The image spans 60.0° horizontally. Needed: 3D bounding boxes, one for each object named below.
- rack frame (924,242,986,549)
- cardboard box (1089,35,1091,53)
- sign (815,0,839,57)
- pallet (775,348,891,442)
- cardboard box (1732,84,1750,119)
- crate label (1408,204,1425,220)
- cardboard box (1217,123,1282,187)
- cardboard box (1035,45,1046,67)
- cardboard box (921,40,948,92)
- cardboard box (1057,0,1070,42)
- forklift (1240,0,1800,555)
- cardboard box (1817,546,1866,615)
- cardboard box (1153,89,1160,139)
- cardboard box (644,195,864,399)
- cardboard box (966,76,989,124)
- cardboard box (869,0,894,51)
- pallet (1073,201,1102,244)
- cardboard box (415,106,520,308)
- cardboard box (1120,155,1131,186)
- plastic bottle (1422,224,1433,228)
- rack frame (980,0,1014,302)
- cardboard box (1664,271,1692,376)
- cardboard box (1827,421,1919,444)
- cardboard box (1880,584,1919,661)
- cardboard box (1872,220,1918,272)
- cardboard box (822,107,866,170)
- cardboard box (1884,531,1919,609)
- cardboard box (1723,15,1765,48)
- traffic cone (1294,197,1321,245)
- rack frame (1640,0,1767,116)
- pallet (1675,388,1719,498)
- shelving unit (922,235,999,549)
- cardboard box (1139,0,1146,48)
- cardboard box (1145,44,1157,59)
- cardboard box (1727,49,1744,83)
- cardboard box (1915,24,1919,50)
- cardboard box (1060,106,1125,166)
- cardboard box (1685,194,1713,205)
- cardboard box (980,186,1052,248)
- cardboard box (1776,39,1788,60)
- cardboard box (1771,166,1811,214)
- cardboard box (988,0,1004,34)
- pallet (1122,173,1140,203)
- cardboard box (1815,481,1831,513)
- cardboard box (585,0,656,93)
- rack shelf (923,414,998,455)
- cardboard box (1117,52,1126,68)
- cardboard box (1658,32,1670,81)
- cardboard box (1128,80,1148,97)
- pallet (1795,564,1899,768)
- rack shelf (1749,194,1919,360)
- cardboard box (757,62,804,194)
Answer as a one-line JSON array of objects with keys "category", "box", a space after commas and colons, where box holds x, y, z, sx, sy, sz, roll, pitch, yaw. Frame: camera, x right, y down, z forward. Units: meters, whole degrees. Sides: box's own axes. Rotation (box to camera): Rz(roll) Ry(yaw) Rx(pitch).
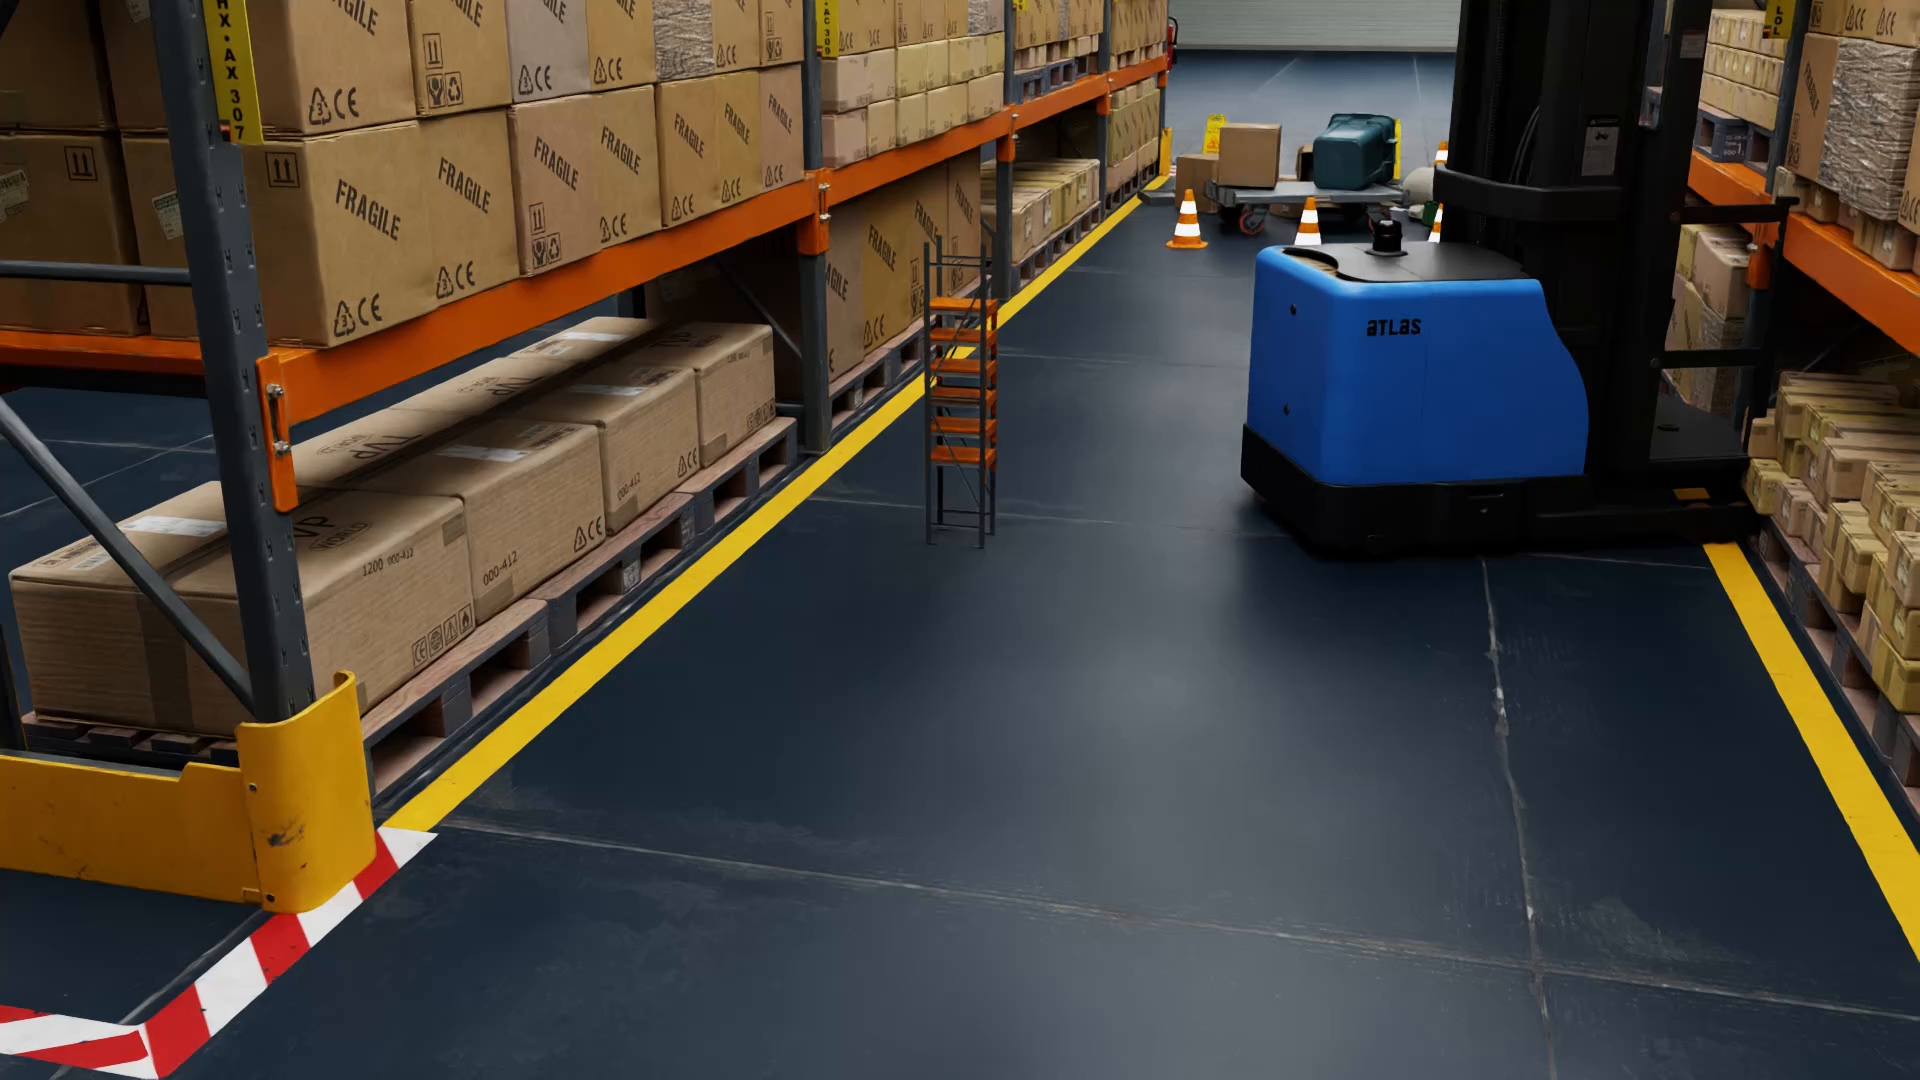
[{"category": "rack frame", "box": [-0.019, -0.544, 6.423, 0.240, 1.200, 0.006, 5, 19, 13]}, {"category": "cardboard box", "box": [0.898, -4.192, 14.058, 0.380, 0.149, 0.250, 4, 19, 12]}, {"category": "sign", "box": [-0.579, -2.273, 7.239, 0.100, 0.325, 0.005, 5, 19, 13]}, {"category": "pallet", "box": [-1.002, -0.797, 8.694, 1.003, 0.211, 1.213, 5, 19, 13]}, {"category": "cardboard box", "box": [3.862, -2.055, 7.803, 0.380, 0.149, 0.250, 4, 19, 11]}, {"category": "crate label", "box": [4.272, -2.998, 15.254, 0.298, 0.136, 0.250, -9, 21, -24]}, {"category": "cardboard box", "box": [2.571, -3.421, 14.757, 0.500, 0.500, 0.500, 5, 19, 13]}, {"category": "cardboard box", "box": [0.420, -3.542, 12.156, 0.380, 0.149, 0.250, 5, 19, 14]}, {"category": "cardboard box", "box": [-0.366, -2.630, 9.207, 0.500, 0.250, 0.500, 4, 19, 12]}, {"category": "cardboard box", "box": [0.568, -4.119, 12.842, 0.500, 0.500, 0.500, 4, 19, 11]}, {"category": "forklift", "box": [2.791, -1.534, 6.645, 3.031, 2.935, 1.130, -3, 19, -9]}, {"category": "cardboard box", "box": [3.029, 0.139, 5.399, 0.380, 0.149, 0.250, 4, 19, 12]}, {"category": "cardboard box", "box": [1.872, -4.611, 17.990, 0.500, 0.500, 0.500, 5, 19, 14]}, {"category": "cardboard box", "box": [-1.044, -1.263, 8.381, 0.875, 0.875, 0.875, 5, 20, 15]}, {"category": "cardboard box", "box": [-0.122, -2.711, 10.216, 0.500, 0.250, 0.500, 5, 19, 14]}, {"category": "cardboard box", "box": [-0.634, -2.666, 8.151, 0.500, 0.500, 0.500, 5, 19, 13]}, {"category": "pallet", "box": [0.648, -2.813, 14.595, 1.003, 0.211, 1.213, 5, 19, 13]}, {"category": "cardboard box", "box": [-1.602, -0.951, 4.676, 0.500, 0.500, 0.500, 4, 19, 13]}, {"category": "cardboard box", "box": [1.363, -3.606, 16.207, 0.500, 0.250, 0.500, 6, 20, 16]}, {"category": "plastic bottle", "box": [4.266, -2.832, 14.885, 0.133, 0.061, 0.283, -5, 20, -15]}, {"category": "rack frame", "box": [-0.140, -3.123, 11.189, 1.000, 3.000, 0.127, 5, 19, 13]}, {"category": "cardboard box", "box": [3.899, -1.098, 8.480, 0.500, 0.500, 0.500, 4, 19, 12]}, {"category": "cardboard box", "box": [3.242, -0.301, 5.768, 0.380, 0.149, 0.250, 4, 19, 12]}, {"category": "cardboard box", "box": [2.821, 0.239, 4.646, 0.380, 0.149, 0.250, 5, 19, 14]}, {"category": "cardboard box", "box": [3.046, -0.911, 5.103, 0.380, 0.149, 0.250, 6, 20, 16]}, {"category": "cardboard box", "box": [-0.754, -1.915, 7.885, 0.500, 0.250, 0.500, 4, 19, 12]}, {"category": "cardboard box", "box": [2.807, 0.097, 4.604, 0.380, 0.149, 0.250, 5, 20, 15]}, {"category": "cardboard box", "box": [4.000, -2.505, 8.200, 0.380, 0.149, 0.250, 4, 19, 13]}, {"category": "traffic cone", "box": [2.791, -2.507, 13.310, 0.336, 0.463, 0.334, 5, 19, 13]}, {"category": "rack frame", "box": [4.685, -2.763, 10.137, 1.000, 3.000, 0.127, 5, 19, 13]}, {"category": "pallet", "box": [3.896, -0.434, 7.632, 1.003, 0.211, 1.213, 5, 19, 13]}, {"category": "shelving unit", "box": [0.004, -0.572, 6.507, 0.258, 1.200, 0.189, 5, 19, 13]}, {"category": "cardboard box", "box": [1.554, -5.156, 16.526, 0.500, 0.500, 0.500, 5, 19, 14]}, {"category": "cardboard box", "box": [1.859, -5.127, 17.446, 0.380, 0.149, 0.250, 5, 19, 14]}, {"category": "cardboard box", "box": [3.932, -2.284, 8.012, 0.380, 0.149, 0.250, 5, 19, 14]}, {"category": "cardboard box", "box": [2.969, -1.569, 4.478, 0.500, 0.500, 0.500, 4, 19, 11]}, {"category": "cardboard box", "box": [1.243, -3.792, 15.594, 0.500, 0.500, 0.500, 6, 20, 16]}, {"category": "cardboard box", "box": [4.158, -1.778, 9.310, 0.500, 0.250, 0.500, 4, 19, 13]}, {"category": "cardboard box", "box": [0.180, -2.486, 12.741, 0.950, 0.372, 0.625, 4, 19, 12]}, {"category": "cardboard box", "box": [3.681, -2.096, 7.003, 0.380, 0.149, 0.250, 4, 19, 12]}, {"category": "cardboard box", "box": [3.321, -1.328, 6.323, 0.380, 0.149, 0.250, 5, 20, 15]}, {"category": "cardboard box", "box": [-0.013, -3.460, 10.476, 0.500, 0.500, 0.500, 4, 19, 12]}, {"category": "pallet", "box": [1.263, -3.654, 17.057, 1.003, 0.211, 1.213, 5, 19, 13]}, {"category": "cardboard box", "box": [3.240, -0.162, 5.821, 0.380, 0.149, 0.250, 4, 19, 11]}, {"category": "cardboard box", "box": [-1.343, -1.744, 5.452, 0.500, 0.500, 0.500, 5, 19, 14]}, {"category": "rack shelf", "box": [0.004, -0.417, 6.560, 0.258, 0.103, 0.180, 5, 19, 13]}, {"category": "cardboard box", "box": [1.366, -4.574, 15.828, 0.380, 0.149, 0.250, 5, 20, 15]}, {"category": "cardboard box", "box": [4.534, -2.973, 10.596, 0.500, 0.500, 0.500, 5, 19, 13]}, {"category": "cardboard box", "box": [1.716, -4.636, 17.061, 0.380, 0.149, 0.250, 6, 20, 16]}, {"category": "pallet", "box": [3.281, 0.407, 5.170, 1.003, 0.211, 1.213, 5, 19, 13]}, {"category": "rack shelf", "box": [3.219, -0.542, 4.747, 1.077, 0.370, 4.000, 5, 19, 13]}, {"category": "cardboard box", "box": [-0.983, -1.751, 7.017, 0.500, 0.500, 0.500, 5, 19, 14]}]
